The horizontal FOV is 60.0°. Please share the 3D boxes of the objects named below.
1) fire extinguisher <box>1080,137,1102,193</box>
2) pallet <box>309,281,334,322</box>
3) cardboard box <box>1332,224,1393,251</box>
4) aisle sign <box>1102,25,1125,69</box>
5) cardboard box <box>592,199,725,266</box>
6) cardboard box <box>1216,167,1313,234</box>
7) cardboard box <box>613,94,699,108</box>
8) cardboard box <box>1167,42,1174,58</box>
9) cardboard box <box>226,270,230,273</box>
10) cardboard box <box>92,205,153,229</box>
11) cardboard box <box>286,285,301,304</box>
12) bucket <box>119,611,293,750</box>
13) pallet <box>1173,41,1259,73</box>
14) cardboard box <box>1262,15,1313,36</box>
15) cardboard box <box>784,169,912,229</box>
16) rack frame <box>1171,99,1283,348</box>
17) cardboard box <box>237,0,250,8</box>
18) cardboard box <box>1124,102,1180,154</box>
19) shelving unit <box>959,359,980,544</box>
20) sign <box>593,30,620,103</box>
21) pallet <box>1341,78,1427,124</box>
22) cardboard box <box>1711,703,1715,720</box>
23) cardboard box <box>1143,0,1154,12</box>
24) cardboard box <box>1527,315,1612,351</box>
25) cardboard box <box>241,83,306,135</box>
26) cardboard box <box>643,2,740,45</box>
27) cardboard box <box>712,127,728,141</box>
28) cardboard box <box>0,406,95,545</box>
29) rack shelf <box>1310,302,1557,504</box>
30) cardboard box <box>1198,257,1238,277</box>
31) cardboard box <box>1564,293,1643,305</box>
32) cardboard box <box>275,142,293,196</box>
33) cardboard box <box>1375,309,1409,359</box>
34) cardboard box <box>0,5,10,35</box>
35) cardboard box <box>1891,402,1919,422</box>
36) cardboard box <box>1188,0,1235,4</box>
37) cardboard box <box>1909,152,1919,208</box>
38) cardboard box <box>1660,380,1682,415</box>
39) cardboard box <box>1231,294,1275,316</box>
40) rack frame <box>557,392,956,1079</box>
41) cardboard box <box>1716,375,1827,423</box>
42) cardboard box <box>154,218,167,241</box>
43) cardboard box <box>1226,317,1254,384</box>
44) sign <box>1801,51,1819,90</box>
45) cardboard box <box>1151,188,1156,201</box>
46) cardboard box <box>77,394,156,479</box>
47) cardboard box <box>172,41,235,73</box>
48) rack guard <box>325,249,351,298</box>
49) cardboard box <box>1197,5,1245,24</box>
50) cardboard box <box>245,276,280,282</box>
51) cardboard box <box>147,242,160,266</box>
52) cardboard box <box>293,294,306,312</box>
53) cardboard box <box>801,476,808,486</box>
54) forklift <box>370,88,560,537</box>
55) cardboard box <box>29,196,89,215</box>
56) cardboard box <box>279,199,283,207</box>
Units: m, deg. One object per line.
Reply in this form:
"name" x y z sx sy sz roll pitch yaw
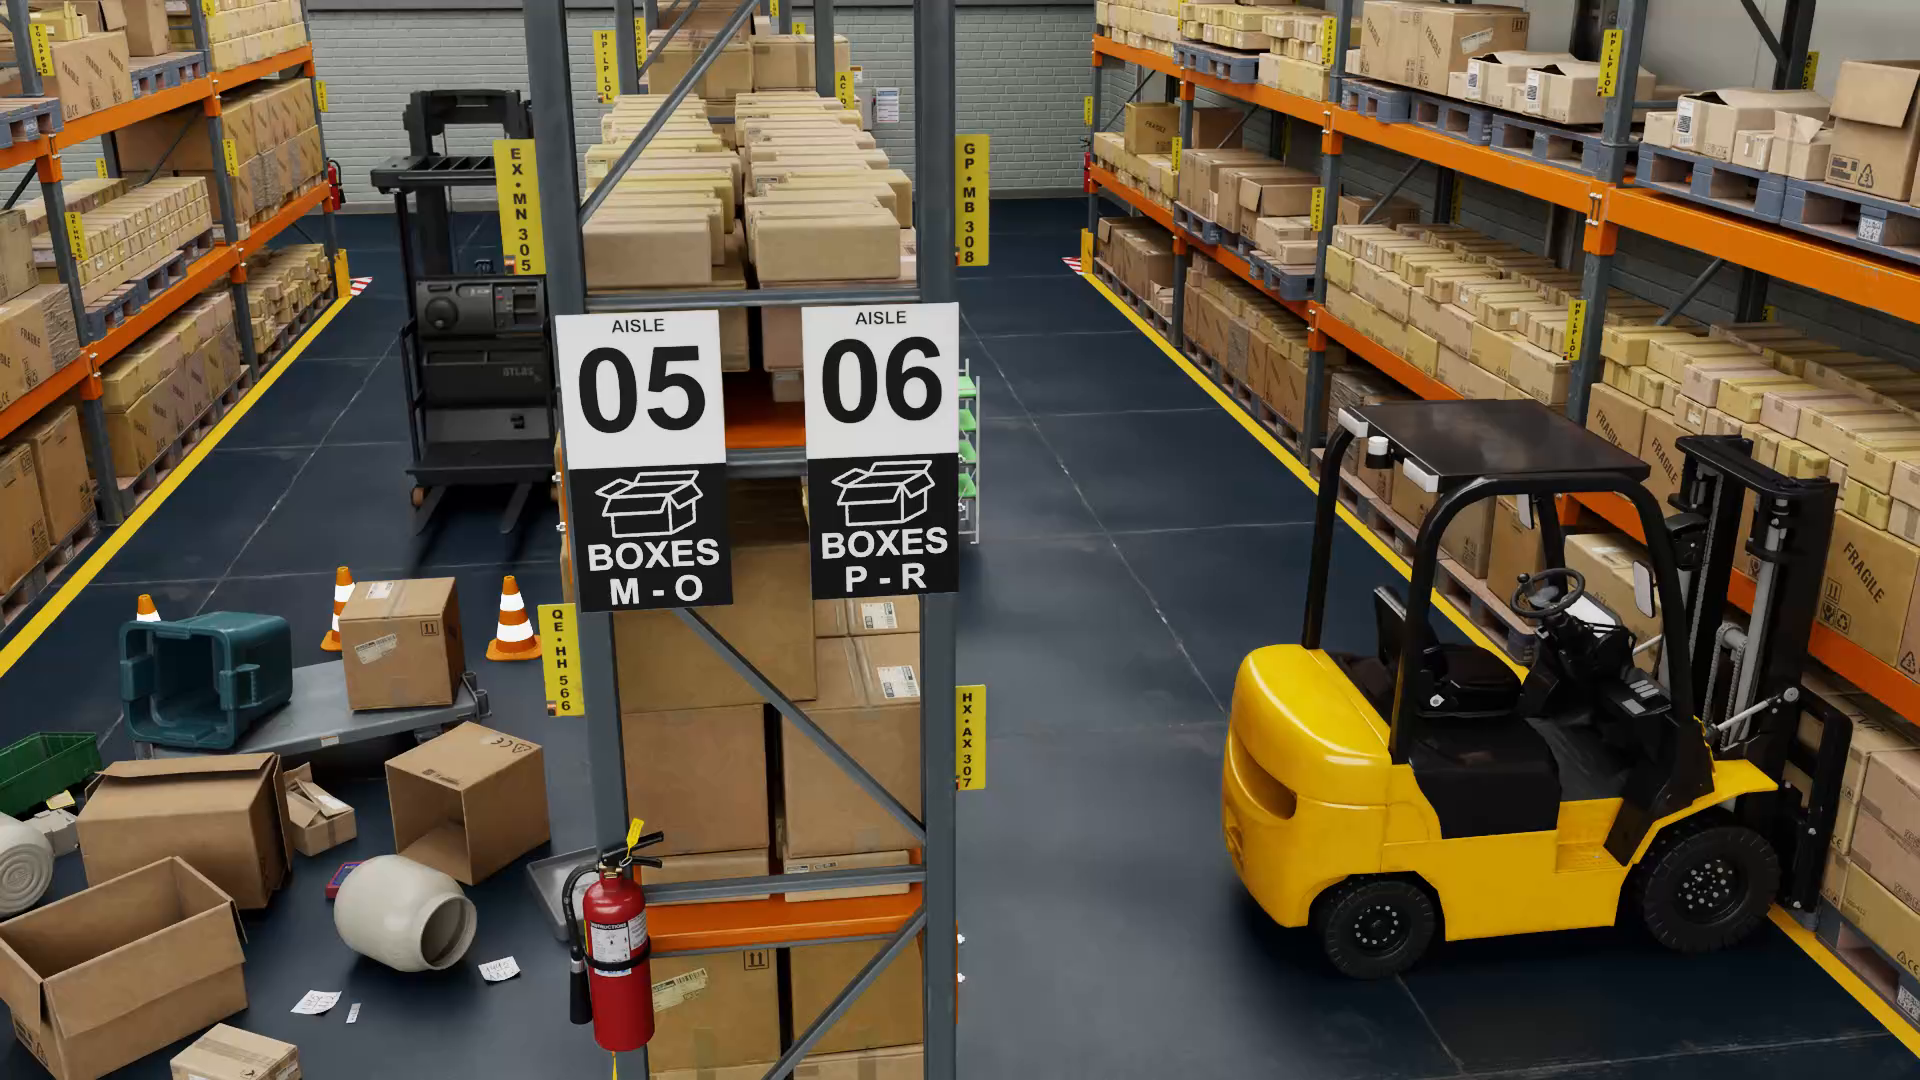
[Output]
"fire extinguisher" 1.612 -4.615 20.430 0.296 0.674 0.183 -3 21 -8
"pallet" -7.612 -2.647 18.501 1.003 0.211 1.213 -3 21 -8
"cardboard box" 2.998 -2.254 12.395 0.380 0.149 0.250 -2 21 -6
"aisle sign" 1.790 -6.025 19.846 0.394 0.787 0.004 -3 21 -8
"cardboard box" -0.855 -0.862 4.669 0.380 0.149 0.250 -3 21 -7
"cardboard box" 2.703 -3.027 14.792 0.700 0.500 0.500 -3 21 -8
"cardboard box" -1.369 -1.928 7.523 0.380 0.149 0.250 -3 21 -9
"cardboard box" 2.291 -4.896 16.609 0.380 0.149 0.250 -3 21 -8
"cardboard box" -7.756 -2.749 17.413 0.380 0.149 0.250 -3 21 -7
"cardboard box" -6.650 -2.562 13.196 0.380 0.149 0.250 -3 21 -9
"cardboard box" -7.096 -2.552 17.312 0.380 0.149 0.250 -3 21 -7
"bucket" -3.674 0.645 8.209 0.726 0.611 0.620 4 11 11
"pallet" 2.692 -4.501 15.463 1.213 0.211 1.003 -3 21 -8
"cardboard box" 2.714 -4.243 13.722 0.380 0.149 0.250 -3 21 -8
"cardboard box" -0.353 -1.068 5.222 0.380 0.149 0.250 -3 21 -8
"rack frame" 2.667 -3.414 16.569 1.000 3.000 0.127 -3 21 -8
"cardboard box" -7.072 -5.204 16.005 0.380 0.149 0.250 -2 21 -5
"cardboard box" 2.106 -4.529 18.272 0.500 0.500 0.500 -2 21 -6
"shelving unit" -0.024 -0.619 11.660 0.258 1.200 0.503 -3 21 -8
"sign" -1.640 -2.195 7.717 0.100 0.325 0.005 -3 21 -8
"pallet" 3.430 -3.115 11.752 1.213 0.211 1.003 -2 21 -5
"cardboard box" 3.792 0.920 7.580 0.500 0.250 0.500 -3 21 -8
"cardboard box" 2.209 -5.636 17.306 0.500 0.250 0.500 -3 21 -7
"cardboard box" 3.496 -1.190 9.545 0.380 0.149 0.250 -3 21 -9
"cardboard box" -7.320 -4.596 17.736 0.500 0.500 0.500 -4 21 -10
"cardboard box" -1.998 -3.759 12.463 0.700 0.500 0.500 -4 21 -10
"cardboard box" -1.299 -1.700 7.484 0.500 0.250 0.500 -3 21 -9
"cardboard box" -6.553 -0.420 11.169 1.050 0.750 0.750 -3 21 -8
"rack shelf" 3.532 -0.999 11.133 1.077 0.370 4.000 -3 21 -8
"cardboard box" 2.540 -2.657 16.164 0.380 0.149 0.250 -4 21 -10
"cardboard box" 3.902 -1.397 10.098 0.380 0.149 0.250 -3 21 -8
"cardboard box" -7.172 -3.779 16.979 0.500 0.500 0.500 -2 21 -5
"cardboard box" 3.214 -1.440 11.499 0.500 0.250 0.500 -4 21 -10
"cardboard box" -7.073 -3.874 12.278 0.396 0.266 0.258 -3 21 -8
"cardboard box" 4.323 -0.504 7.284 0.380 0.149 0.250 -2 21 -6
"cardboard box" 2.365 -5.156 15.546 0.396 0.266 0.258 -3 21 -8
"cardboard box" 4.043 -1.455 6.152 0.700 0.500 0.500 -3 21 -7
"cardboard box" 3.710 -0.693 8.213 0.380 0.149 0.250 -3 21 -8
"cardboard box" 2.706 -2.157 15.249 0.380 0.149 0.250 -2 21 -6
"rack frame" -0.515 0.993 4.771 1.000 3.000 0.127 -3 21 -8
"cardboard box" 3.745 -0.652 7.679 0.380 0.149 0.250 -3 21 -9
"cardboard box" -6.682 -2.512 13.488 0.380 0.149 0.250 -3 21 -8
"cardboard box" 2.737 -1.724 15.017 0.500 0.500 0.500 -4 21 -10
"sign" 4.369 -2.357 8.600 0.100 0.325 0.005 -3 21 -8
"cardboard box" 2.240 -3.664 17.597 0.380 0.149 0.250 -2 21 -6
"cardboard box" -6.401 -0.776 12.479 0.500 0.500 0.500 -4 21 -10
"cardboard box" -6.934 -4.386 15.099 0.500 0.250 0.500 -2 21 -5
"rack guard" -7.694 -3.065 19.208 1.175 0.500 0.348 -3 21 -8
"cardboard box" 2.380 -4.780 15.130 0.380 0.149 0.250 -3 21 -9
"cardboard box" -7.176 -2.602 17.020 0.380 0.149 0.250 -4 21 -10
"cardboard box" -6.646 -2.286 13.308 0.380 0.149 0.250 -4 21 -10
"cardboard box" -7.166 -2.506 17.614 0.380 0.149 0.250 -3 21 -7
"cardboard box" -0.621 -0.080 7.075 0.500 0.500 0.500 -2 21 -6
"forklift" -3.534 -1.730 12.160 1.130 2.935 3.031 -2 21 -6
"cardboard box" -7.375 -2.715 13.608 0.380 0.149 0.250 -3 21 -8
"cardboard box" -7.225 -3.505 17.171 0.380 0.149 0.250 -3 21 -7
